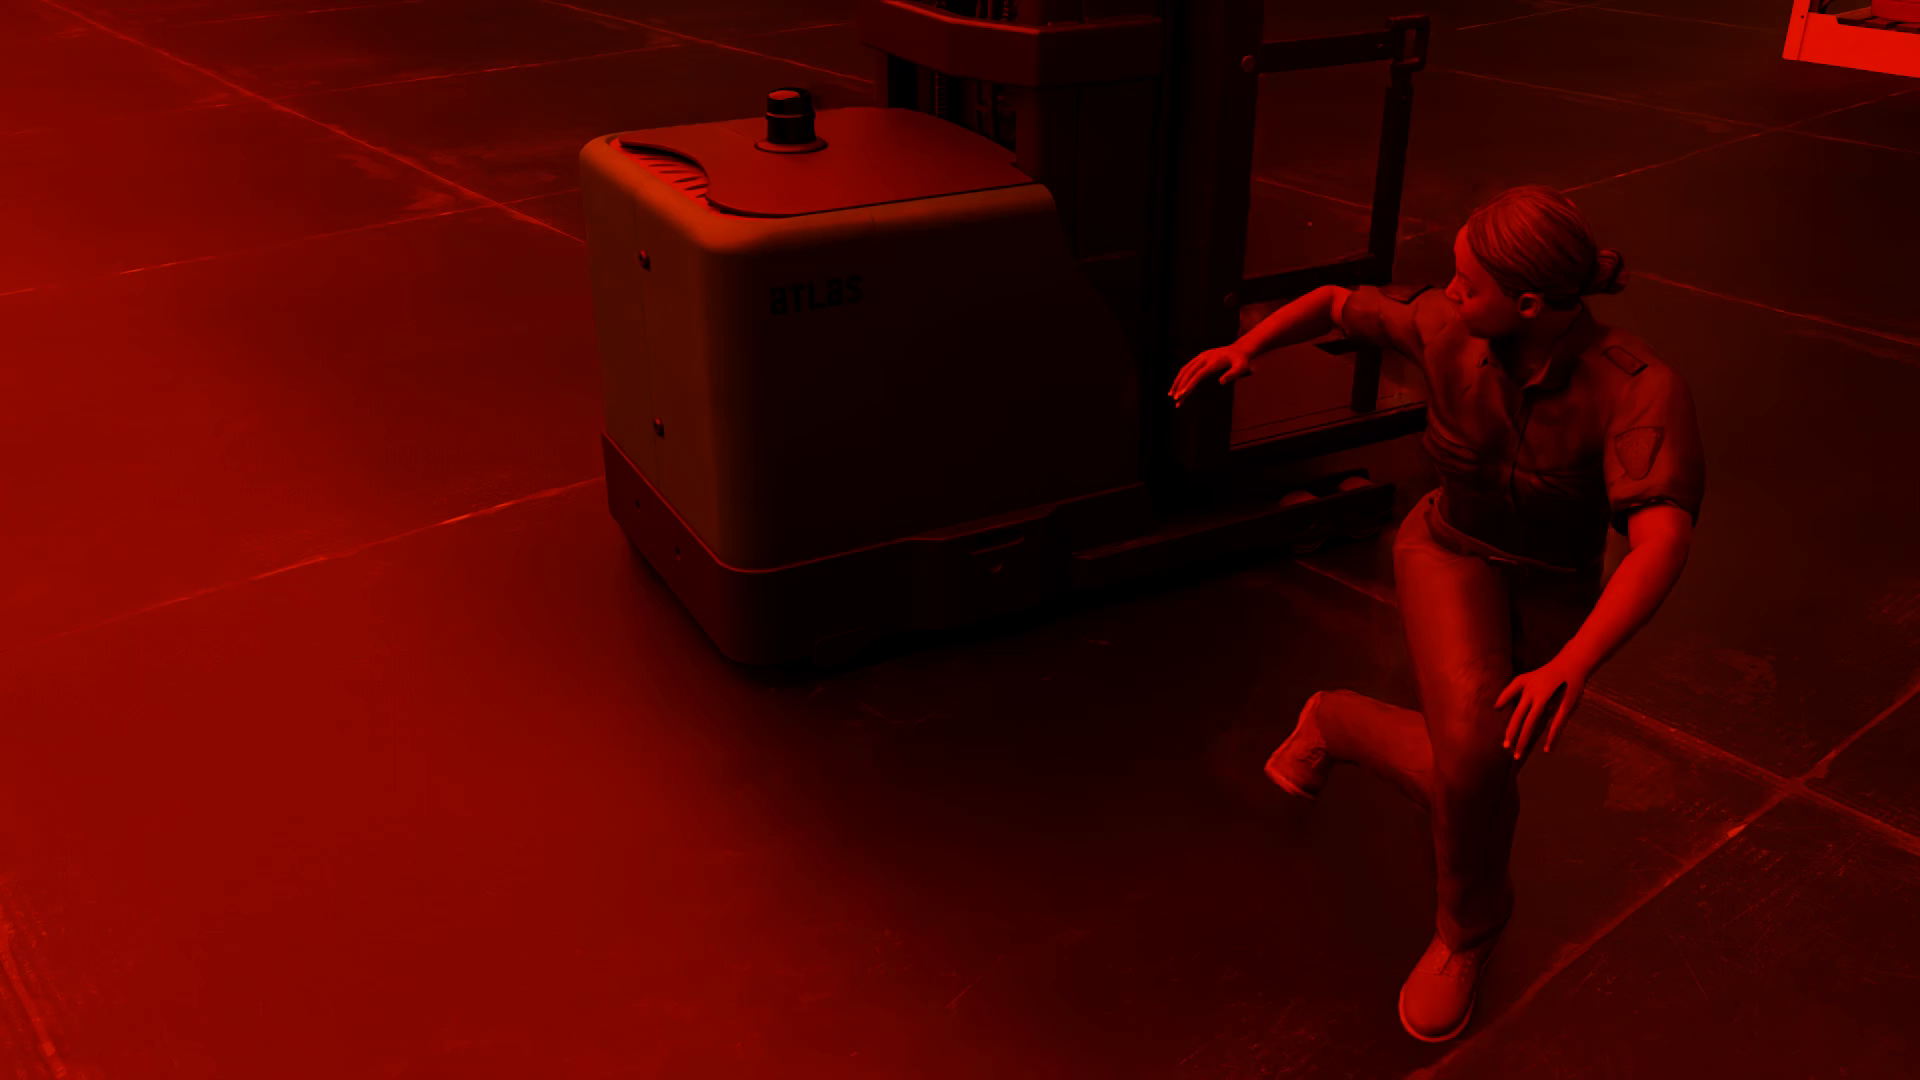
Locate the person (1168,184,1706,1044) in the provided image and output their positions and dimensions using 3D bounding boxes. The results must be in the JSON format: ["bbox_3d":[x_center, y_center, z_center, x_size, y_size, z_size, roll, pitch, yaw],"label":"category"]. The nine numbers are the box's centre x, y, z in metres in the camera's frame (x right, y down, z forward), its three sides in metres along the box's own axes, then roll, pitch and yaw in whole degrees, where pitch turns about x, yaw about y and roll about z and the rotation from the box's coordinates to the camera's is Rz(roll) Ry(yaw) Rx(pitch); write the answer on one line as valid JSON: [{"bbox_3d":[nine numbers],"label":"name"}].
[{"bbox_3d":[0.711,0.113,2.711,0.795,1.406,1.088,7,27,13],"label":"person"}]

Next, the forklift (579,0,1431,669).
[{"bbox_3d":[0.594,-1.469,4.164,3.031,2.935,1.130,-13,29,-25],"label":"forklift"}]
